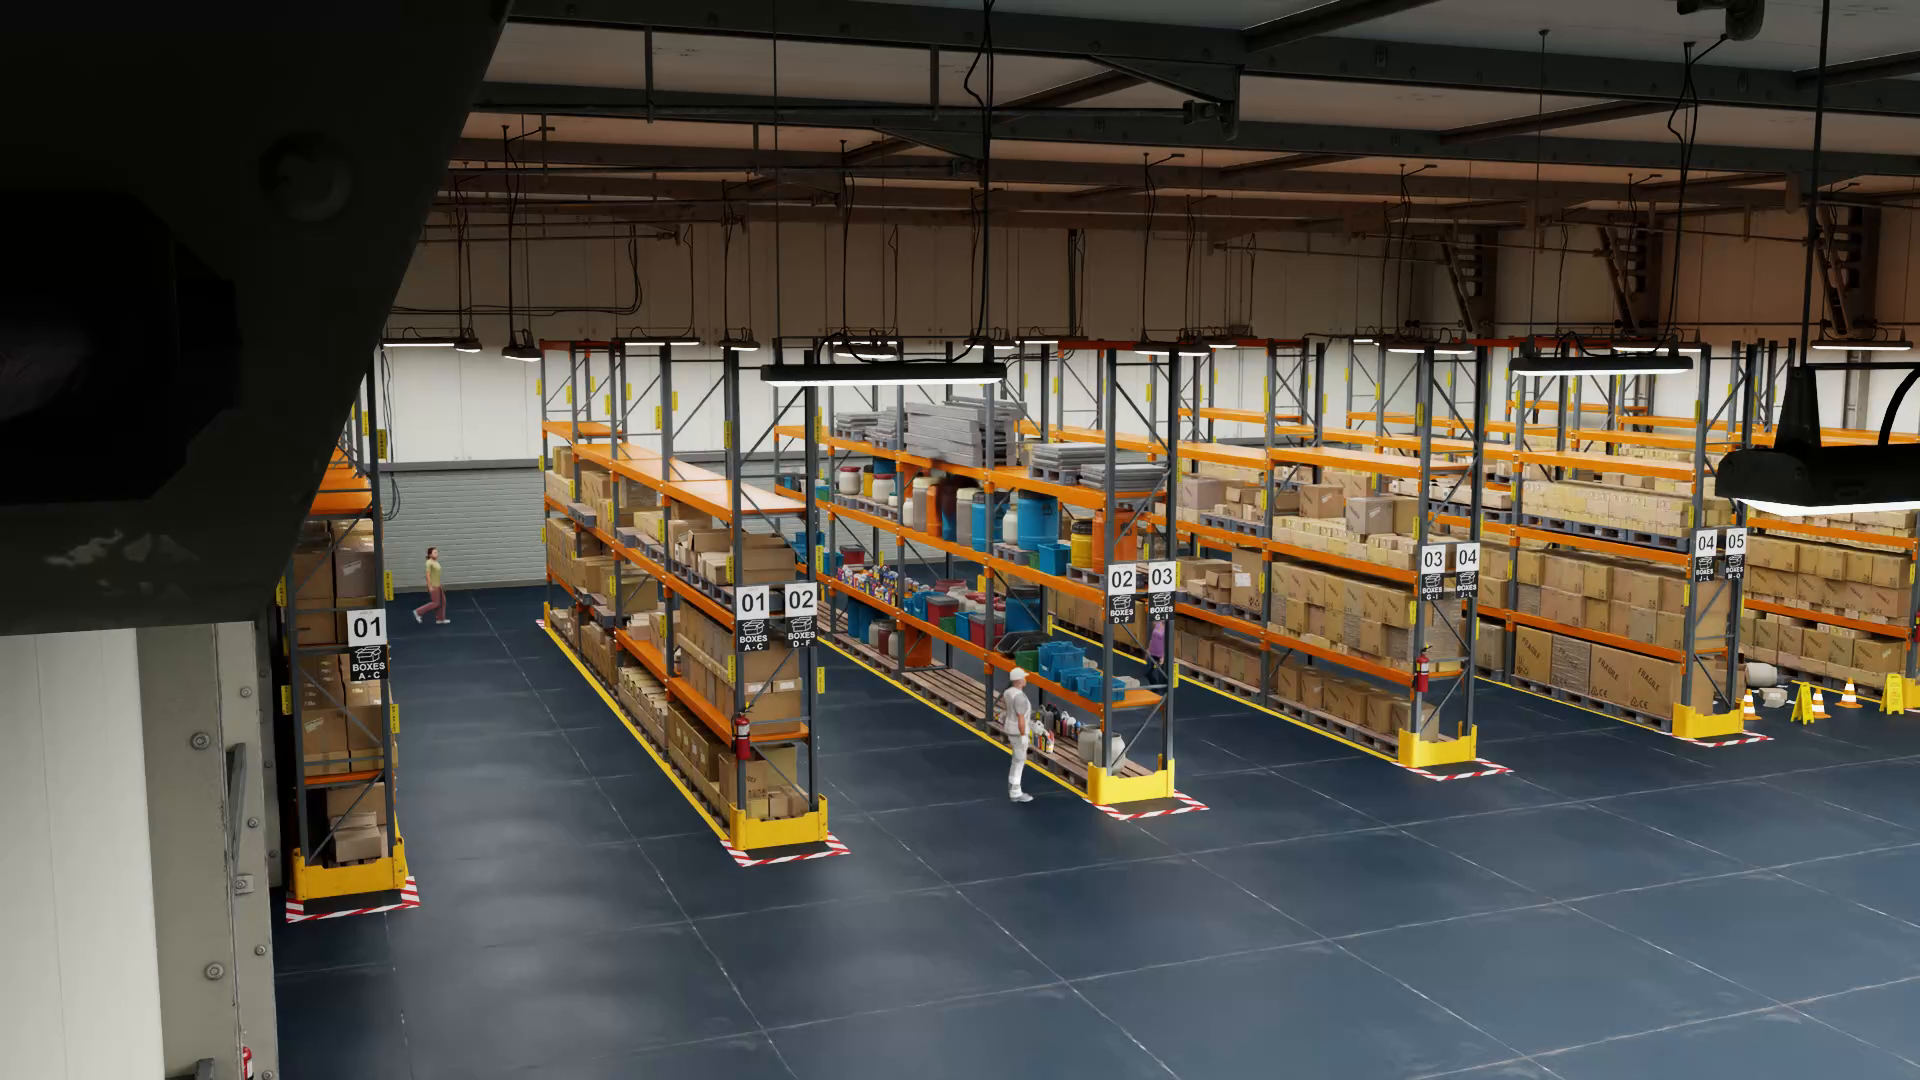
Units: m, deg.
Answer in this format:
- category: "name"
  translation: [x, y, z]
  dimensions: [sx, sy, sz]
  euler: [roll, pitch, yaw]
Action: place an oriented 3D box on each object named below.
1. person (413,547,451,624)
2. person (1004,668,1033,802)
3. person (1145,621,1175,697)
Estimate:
- category: "person"
  translation: [-11.128, 0.967, 34.976]
  dimensions: [0.728, 1.640, 0.503]
  euler: [-2, 8, -14]
- category: "person"
  translation: [0.803, 2.596, 22.094]
  dimensions: [0.387, 1.824, 0.612]
  euler: [-2, 8, -14]
- category: "person"
  translation: [3.286, 1.960, 27.686]
  dimensions: [0.515, 1.607, 0.415]
  euler: [6, 9, 38]
